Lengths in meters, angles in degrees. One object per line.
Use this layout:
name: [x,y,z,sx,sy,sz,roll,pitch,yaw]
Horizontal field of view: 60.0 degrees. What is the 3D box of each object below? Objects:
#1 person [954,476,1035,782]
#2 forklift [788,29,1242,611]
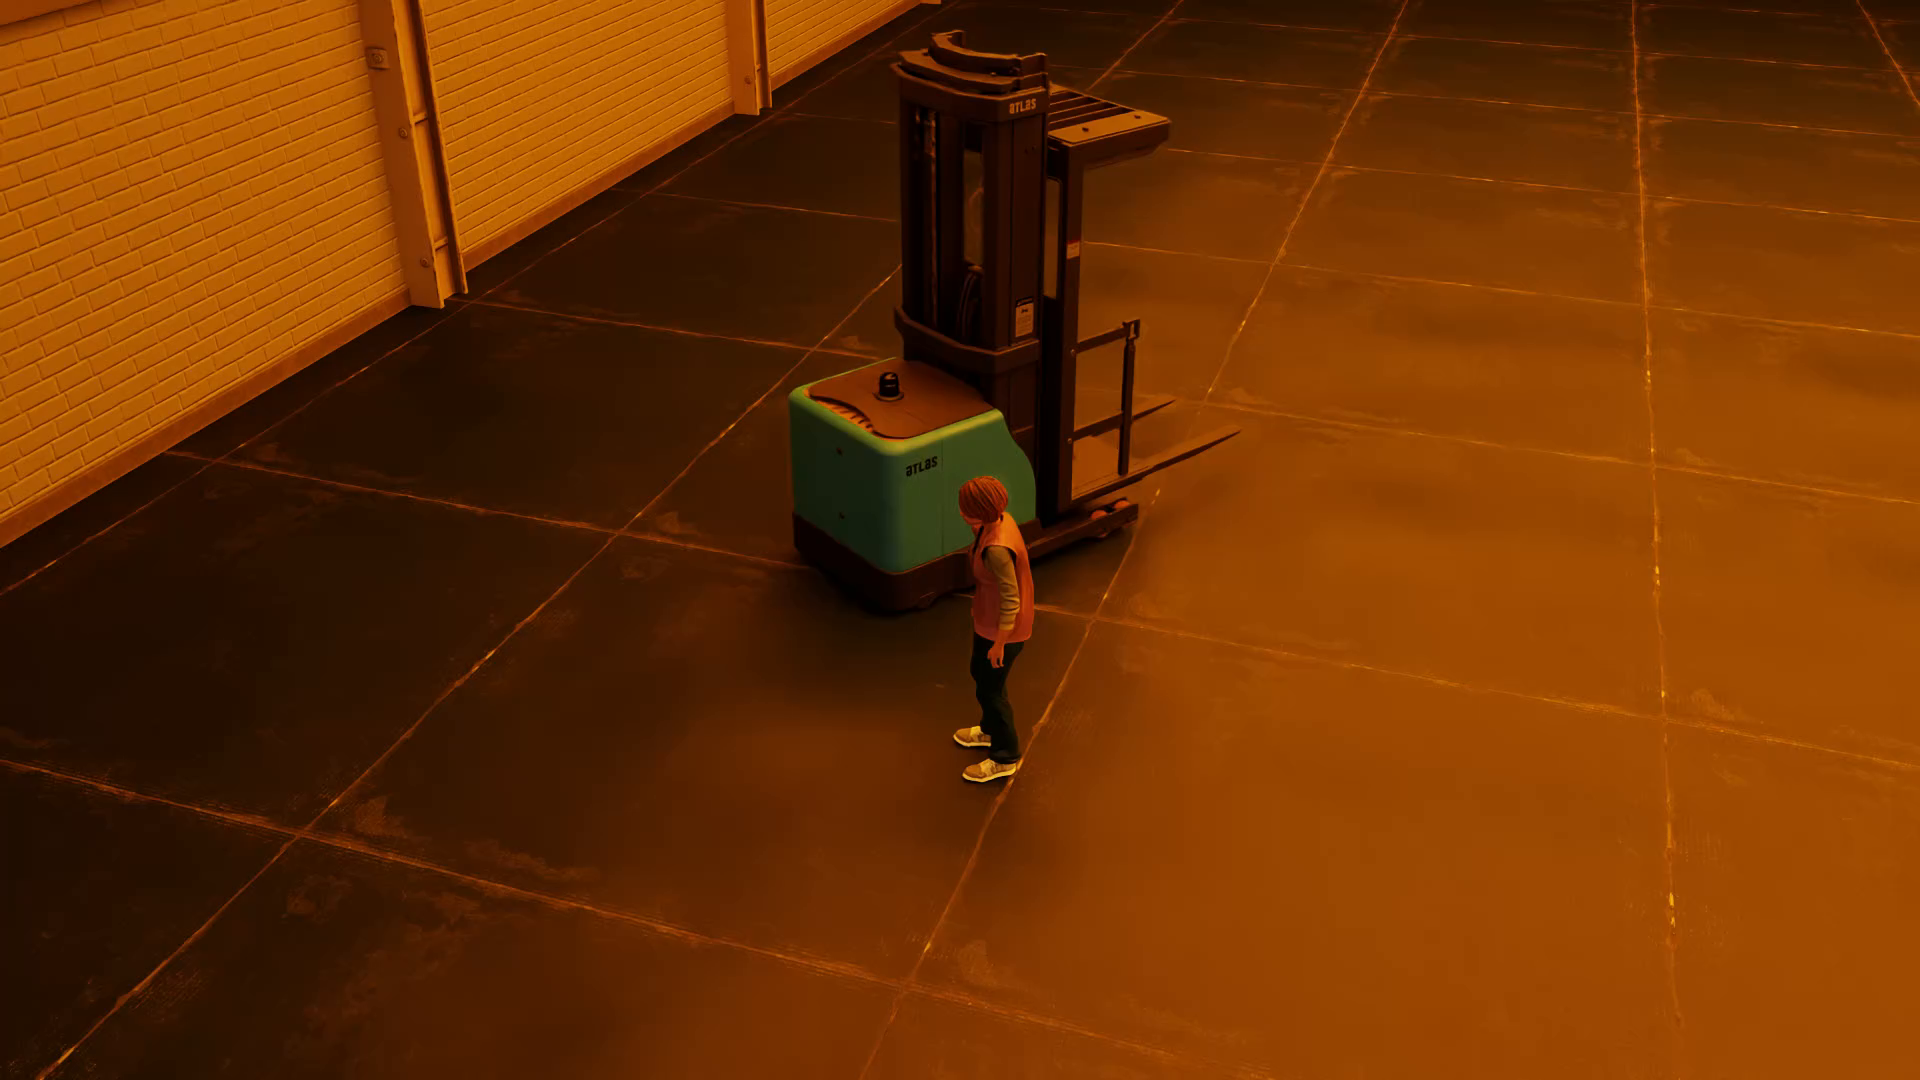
person: [0.160,0.403,7.784,0.349,1.590,0.468,-4,30,-6]
forklift: [0.470,-1.468,9.712,3.031,2.935,1.130,-22,36,-33]
